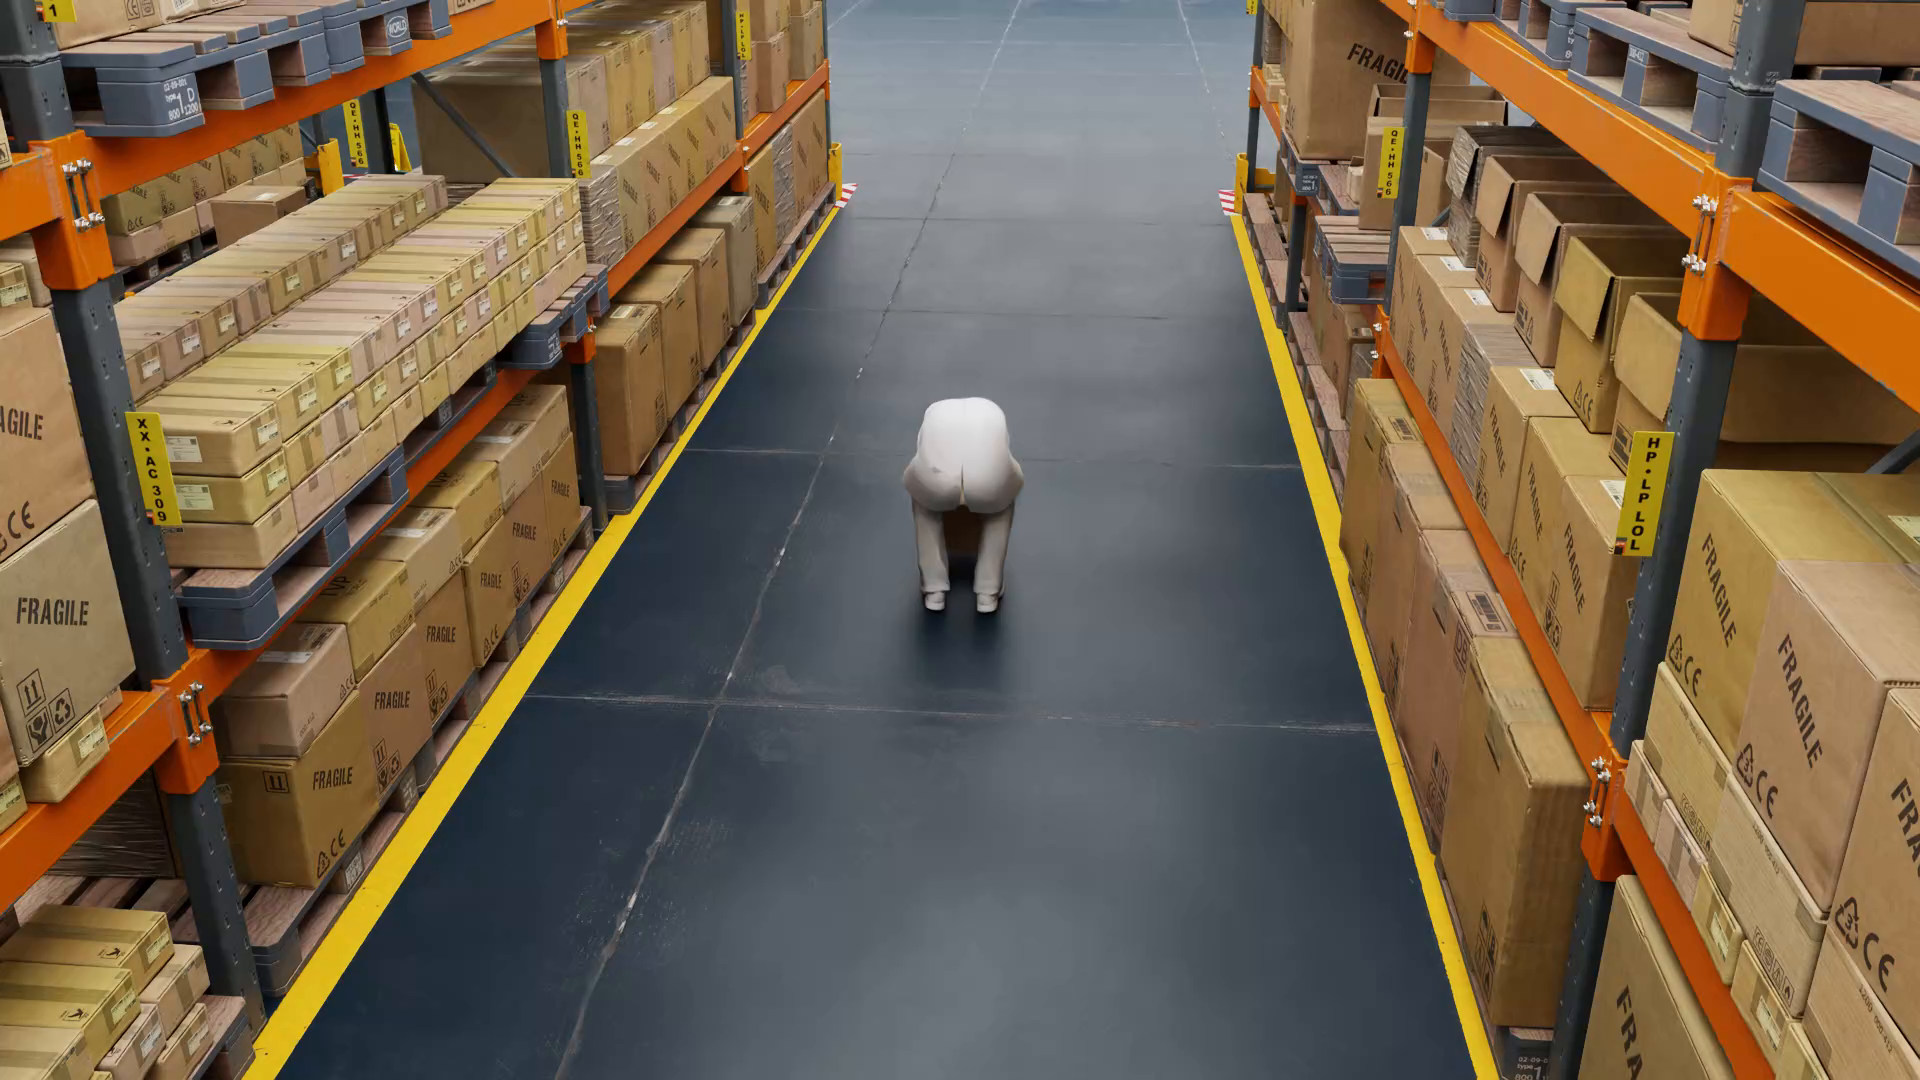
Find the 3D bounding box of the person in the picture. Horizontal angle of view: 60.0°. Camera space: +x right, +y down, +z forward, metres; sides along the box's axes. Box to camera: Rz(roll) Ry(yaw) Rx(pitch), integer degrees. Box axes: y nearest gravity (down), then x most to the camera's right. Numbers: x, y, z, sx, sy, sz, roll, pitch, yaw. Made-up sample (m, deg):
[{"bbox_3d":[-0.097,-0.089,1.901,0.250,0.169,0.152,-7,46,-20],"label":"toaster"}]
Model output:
[{"bbox_3d":[-0.012,-0.482,7.780,0.643,1.704,0.429,1,24,2],"label":"person"}]
